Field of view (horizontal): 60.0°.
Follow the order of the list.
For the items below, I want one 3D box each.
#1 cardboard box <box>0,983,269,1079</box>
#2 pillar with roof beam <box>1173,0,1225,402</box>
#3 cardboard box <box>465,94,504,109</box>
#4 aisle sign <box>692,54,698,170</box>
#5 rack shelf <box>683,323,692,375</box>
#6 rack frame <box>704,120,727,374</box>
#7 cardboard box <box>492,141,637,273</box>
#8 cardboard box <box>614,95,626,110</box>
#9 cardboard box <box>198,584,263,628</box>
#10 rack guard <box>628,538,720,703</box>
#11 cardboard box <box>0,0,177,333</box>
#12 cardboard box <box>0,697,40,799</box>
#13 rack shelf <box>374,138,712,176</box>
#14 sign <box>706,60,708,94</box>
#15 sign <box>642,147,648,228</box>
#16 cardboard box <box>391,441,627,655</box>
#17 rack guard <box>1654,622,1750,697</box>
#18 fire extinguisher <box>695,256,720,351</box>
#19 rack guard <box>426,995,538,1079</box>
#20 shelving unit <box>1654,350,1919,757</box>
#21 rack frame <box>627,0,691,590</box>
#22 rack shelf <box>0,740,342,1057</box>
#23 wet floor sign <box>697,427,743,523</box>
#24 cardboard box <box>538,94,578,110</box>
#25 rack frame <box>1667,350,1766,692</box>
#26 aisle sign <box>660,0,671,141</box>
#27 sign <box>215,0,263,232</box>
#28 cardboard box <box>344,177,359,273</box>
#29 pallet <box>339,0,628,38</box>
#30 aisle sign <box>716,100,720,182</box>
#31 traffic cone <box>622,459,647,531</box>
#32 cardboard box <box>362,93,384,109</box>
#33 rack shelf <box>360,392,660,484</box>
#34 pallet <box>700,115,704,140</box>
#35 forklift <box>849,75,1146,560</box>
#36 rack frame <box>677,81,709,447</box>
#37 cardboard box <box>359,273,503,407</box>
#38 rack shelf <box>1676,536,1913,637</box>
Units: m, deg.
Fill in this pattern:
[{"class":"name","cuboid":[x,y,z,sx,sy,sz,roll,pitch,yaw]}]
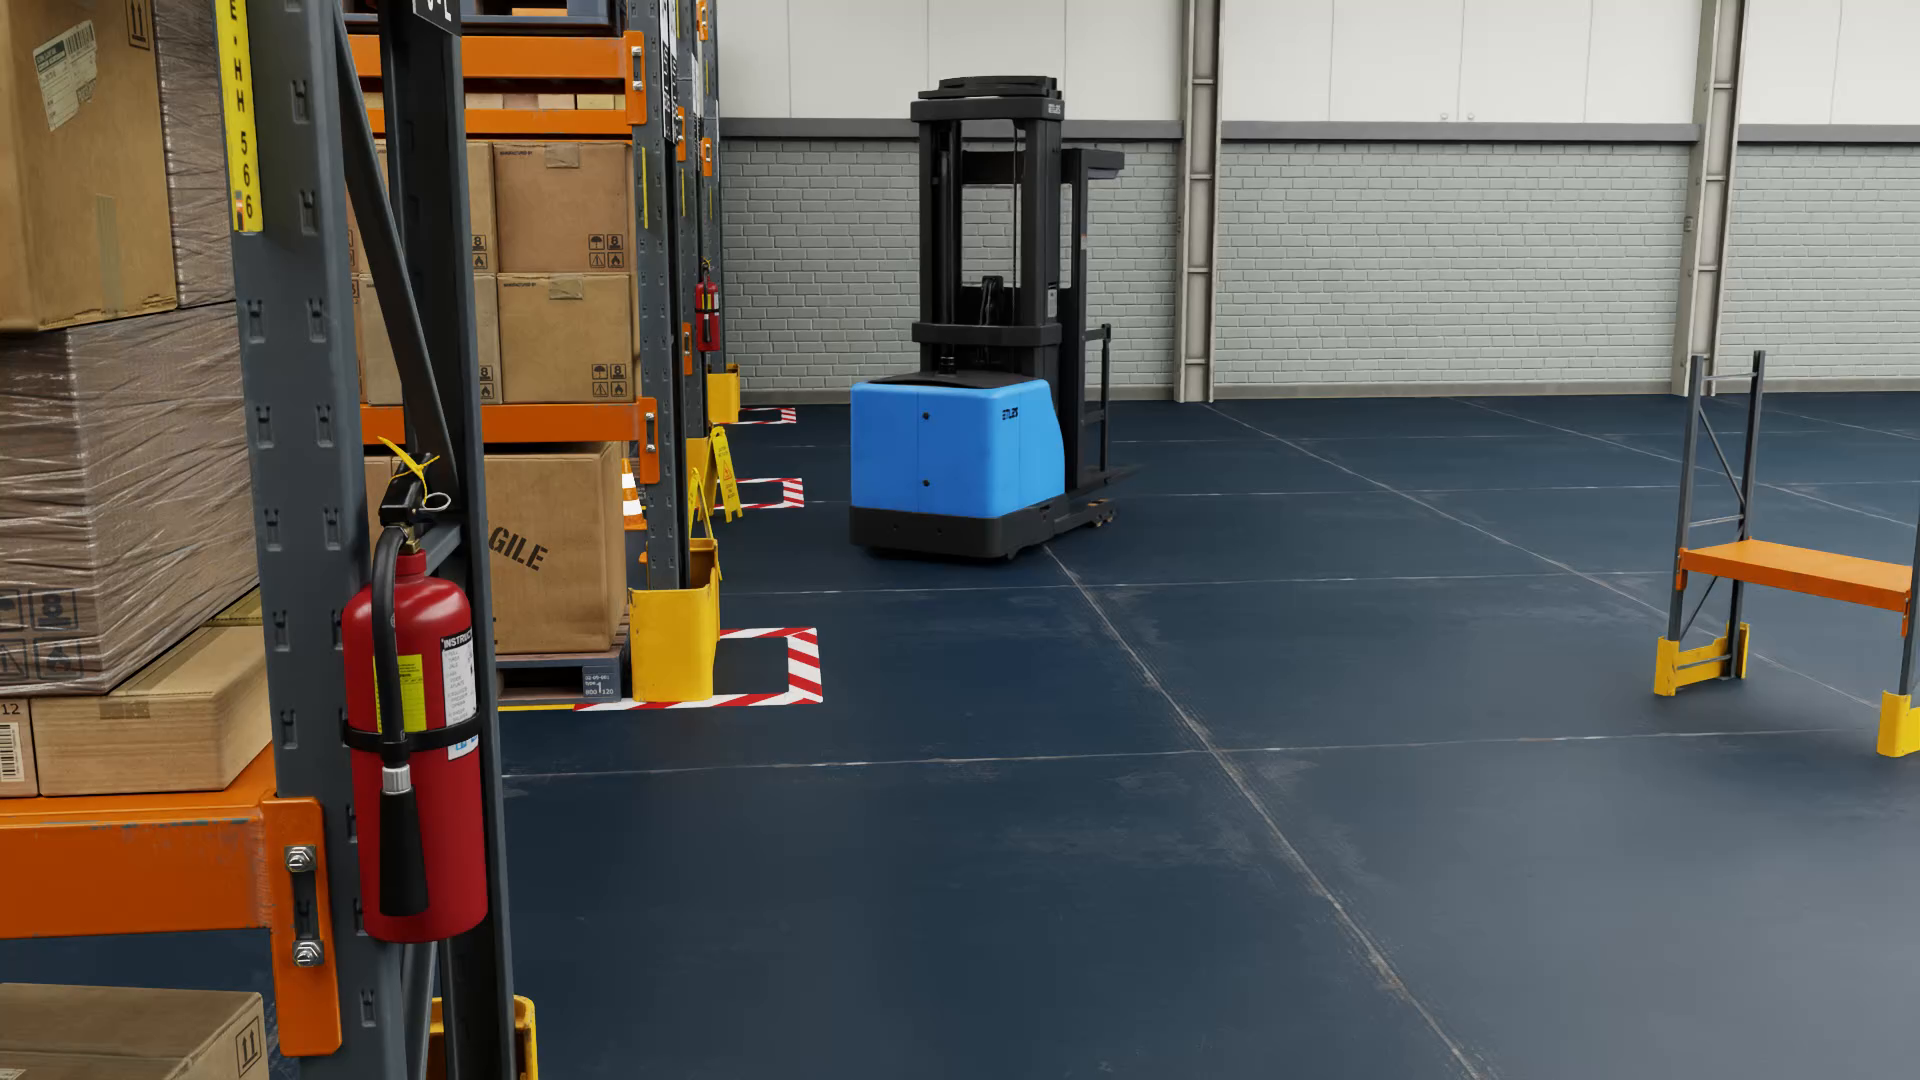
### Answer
[{"class":"cardboard box","cuboid":[-1.534,1.109,2.845,0.500,0.500,0.500,1,11,4]},{"class":"pillar with roof beam","cuboid":[3.118,-5.175,13.866,0.400,9.000,9.100,-1,11,-6]},{"class":"cardboard box","cuboid":[-3.320,-3.092,11.697,0.250,0.149,0.380,-1,11,-7]},{"class":"aisle sign","cuboid":[-1.889,-3.043,11.834,0.004,0.787,0.394,-1,11,-6]},{"class":"rack shelf","cuboid":[-3.970,-1.428,12.218,4.000,0.370,1.077,-1,11,-6]},{"class":"rack frame","cuboid":[-2.522,-2.774,17.203,0.127,3.000,1.000,-1,11,-6]},{"class":"cardboard box","cuboid":[-1.720,-1.478,7.423,0.550,0.550,0.875,-1,11,-6]},{"class":"cardboard box","cuboid":[-2.307,-3.110,11.785,0.250,0.149,0.380,-1,11,-6]},{"class":"cardboard box","cuboid":[-1.221,0.162,2.921,0.250,0.149,0.380,-1,11,-6]},{"class":"rack guard","cuboid":[-1.323,0.351,7.787,0.348,0.500,1.175,-1,11,-6]},{"class":"cardboard box","cuboid":[-1.432,-0.549,2.260,0.500,0.500,0.500,-1,11,-6]},{"class":"cardboard box","cuboid":[-1.422,0.252,2.461,0.250,0.149,0.380,-1,11,-6]},{"class":"rack shelf","cuboid":[-4.510,-3.851,16.771,4.000,0.370,1.077,-1,11,-6]},{"class":"sign","cuboid":[-2.477,-4.537,16.305,0.005,0.325,0.100,-1,11,-6]},{"class":"sign","cuboid":[-1.302,-1.455,6.878,0.005,0.325,0.100,-1,11,-6]},{"class":"cardboard box","cuboid":[-2.014,-0.012,7.571,0.875,0.875,0.875,-1,11,-6]},{"class":"rack guard","cuboid":[3.352,0.533,7.506,0.587,0.250,0.087,-7,13,-32]},{"class":"fire extinguisher","cuboid":[-1.818,-1.698,11.931,0.183,0.674,0.296,-1,11,-6]},{"class":"rack guard","cuboid":[-0.987,1.306,2.927,0.348,0.500,1.175,-1,11,-6]},{"class":"shelving unit","cuboid":[3.621,0.001,6.975,0.587,1.500,1.083,-7,13,-32]},{"class":"rack frame","cuboid":[-1.347,-0.875,7.543,0.127,3.000,1.000,-1,11,-6]},{"class":"rack shelf","cuboid":[-2.900,0.473,2.551,4.000,0.370,1.077,-1,11,-6]},{"class":"wet floor sign","cuboid":[-1.678,-0.466,11.564,0.232,0.644,0.267,3,11,14]},{"class":"cardboard box","cuboid":[-2.818,-3.099,11.732,0.250,0.149,0.380,-1,11,-4]},{"class":"rack frame","cuboid":[3.351,-0.080,7.387,0.500,1.500,0.032,-7,13,-32]},{"class":"aisle sign","cuboid":[-1.244,-2.095,7.007,0.004,0.787,0.394,-1,11,-6]},{"class":"sign","cuboid":[-0.872,-0.538,2.008,0.005,0.325,0.100,-1,11,-6]},{"class":"cardboard box","cuboid":[-2.828,-1.463,7.348,0.550,0.550,0.875,-1,11,-6]},{"class":"pallet","cuboid":[-2.083,-2.286,7.173,1.213,0.211,1.003,-1,11,-6]},{"class":"aisle sign","cuboid":[-2.425,-3.995,16.672,0.004,0.787,0.394,-1,11,-6]},{"class":"traffic cone","cuboid":[-2.270,-0.321,11.302,0.334,0.463,0.336,-1,11,-6]},{"class":"cardboard box","cuboid":[-4.087,-3.079,11.629,0.250,0.149,0.380,-1,11,-6]},{"class":"rack shelf","cuboid":[-3.335,-0.480,7.401,4.000,0.370,1.077,-1,11,-6]},{"class":"pallet","cuboid":[-3.228,-4.193,16.872,1.213,0.211,1.003,-1,11,-6]},{"class":"forklift","cuboid":[0.428,-1.559,11.201,1.130,2.935,3.031,6,12,26]},{"class":"rack frame","cuboid":[-1.982,-1.822,12.361,0.127,3.000,1.000,-1,11,-6]},{"class":"cardboard box","cuboid":[-2.255,-0.917,7.366,0.550,0.550,0.875,-1,11,-6]},{"class":"rack shelf","cuboid":[3.626,0.179,7.002,0.538,0.185,1.000,-7,13,-32]}]
